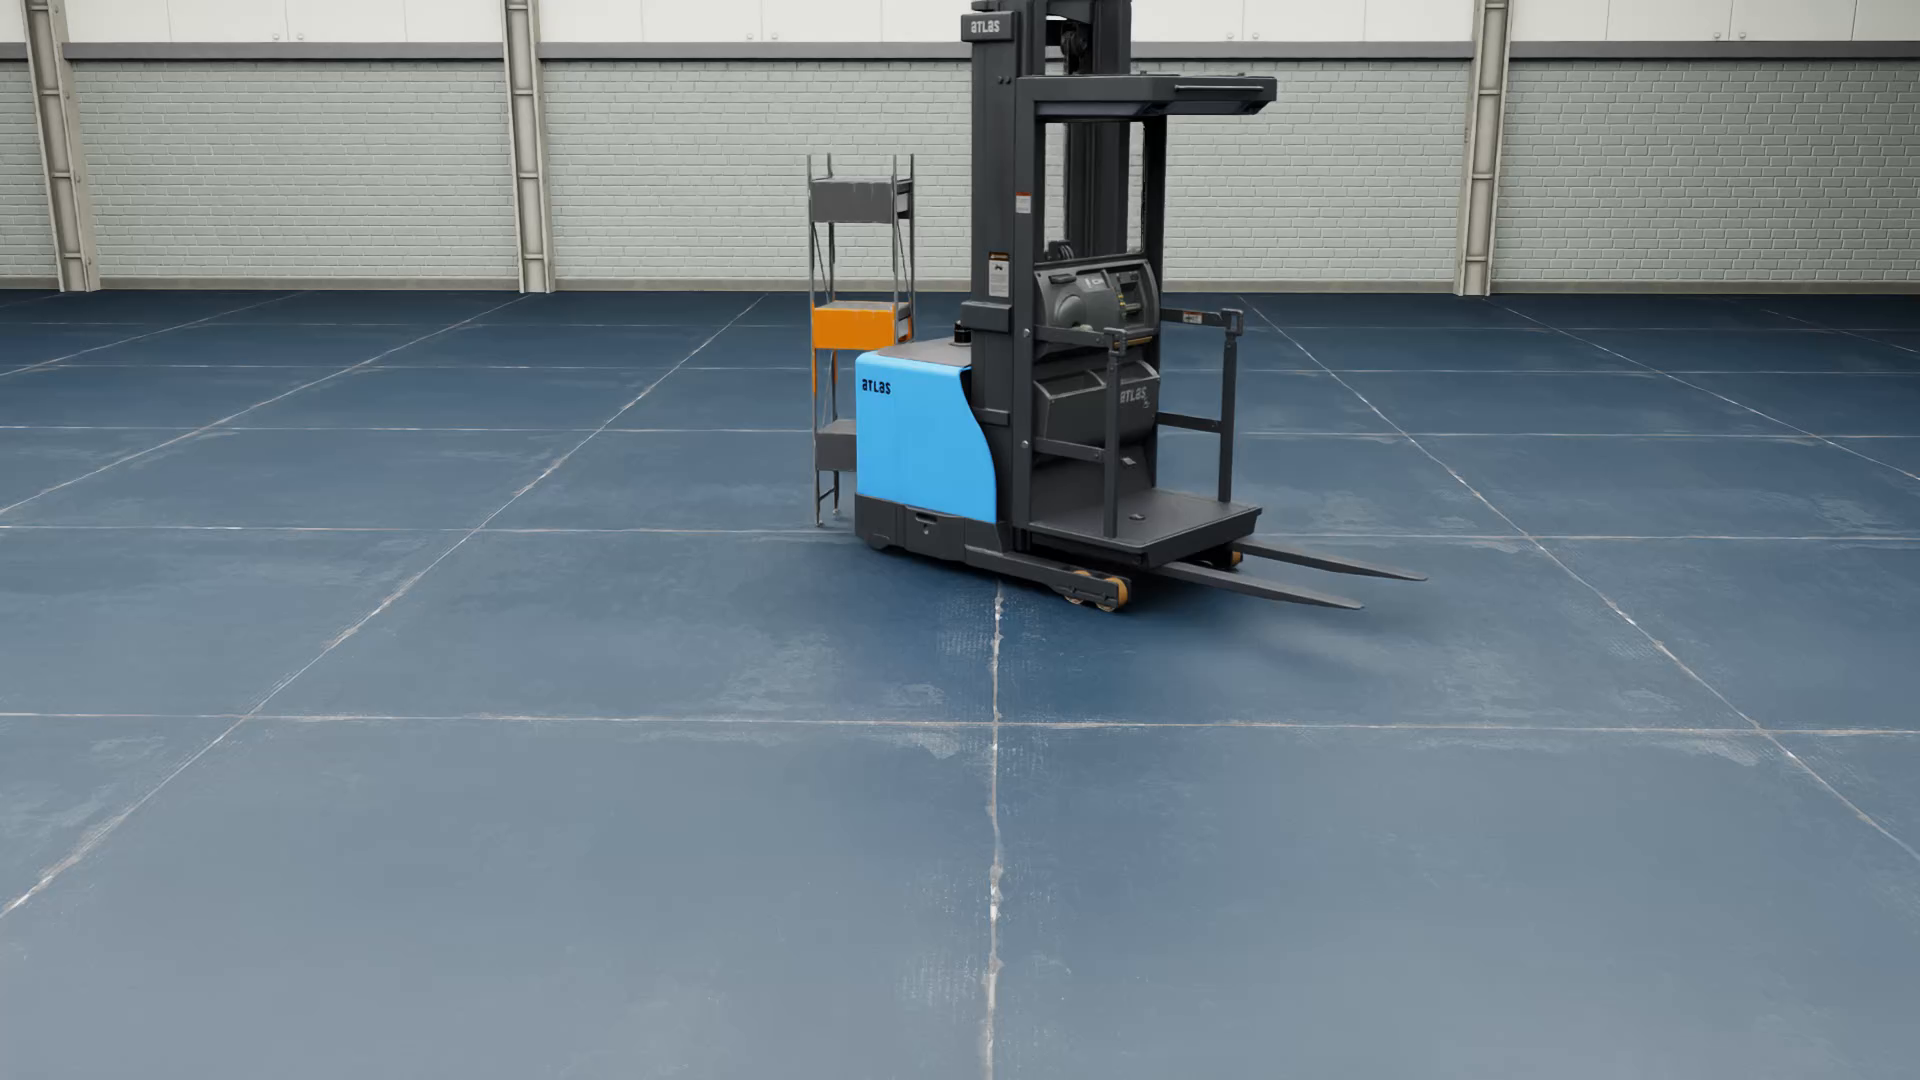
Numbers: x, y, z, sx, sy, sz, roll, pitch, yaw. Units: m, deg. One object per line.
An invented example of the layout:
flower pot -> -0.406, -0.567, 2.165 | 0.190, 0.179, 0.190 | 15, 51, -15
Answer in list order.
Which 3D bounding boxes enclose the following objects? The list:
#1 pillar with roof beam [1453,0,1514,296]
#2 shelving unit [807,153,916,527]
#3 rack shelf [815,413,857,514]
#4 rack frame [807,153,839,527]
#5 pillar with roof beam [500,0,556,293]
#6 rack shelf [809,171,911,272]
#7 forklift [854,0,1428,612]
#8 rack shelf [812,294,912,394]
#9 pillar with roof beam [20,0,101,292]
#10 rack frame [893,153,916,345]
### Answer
pillar with roof beam -> 6.420, -6.394, 15.935 | 0.400, 9.000, 9.100 | 0, 15, 1
shelving unit -> -0.548, -1.129, 9.502 | 0.503, 2.100, 0.431 | 4, 15, 13
rack shelf -> -0.548, -0.439, 9.684 | 0.480, 0.518, 0.431 | 4, 15, 13
rack frame -> -0.785, -1.143, 9.557 | 0.015, 2.100, 0.400 | 4, 15, 13
pillar with roof beam -> -5.576, -6.472, 16.231 | 0.400, 9.000, 9.100 | 0, 15, 1
rack shelf -> -0.548, -1.792, 9.327 | 0.480, 0.518, 0.431 | 4, 15, 13
forklift -> 0.853, -1.221, 8.224 | 3.031, 2.935, 1.130 | 13, 20, 40
rack shelf -> -0.548, -1.115, 9.505 | 0.480, 0.518, 0.431 | 4, 15, 13
pillar with roof beam -> -11.574, -6.511, 16.379 | 0.400, 9.000, 9.100 | 0, 15, 1
rack frame -> -0.311, -1.114, 9.447 | 0.015, 2.100, 0.400 | 4, 15, 13
